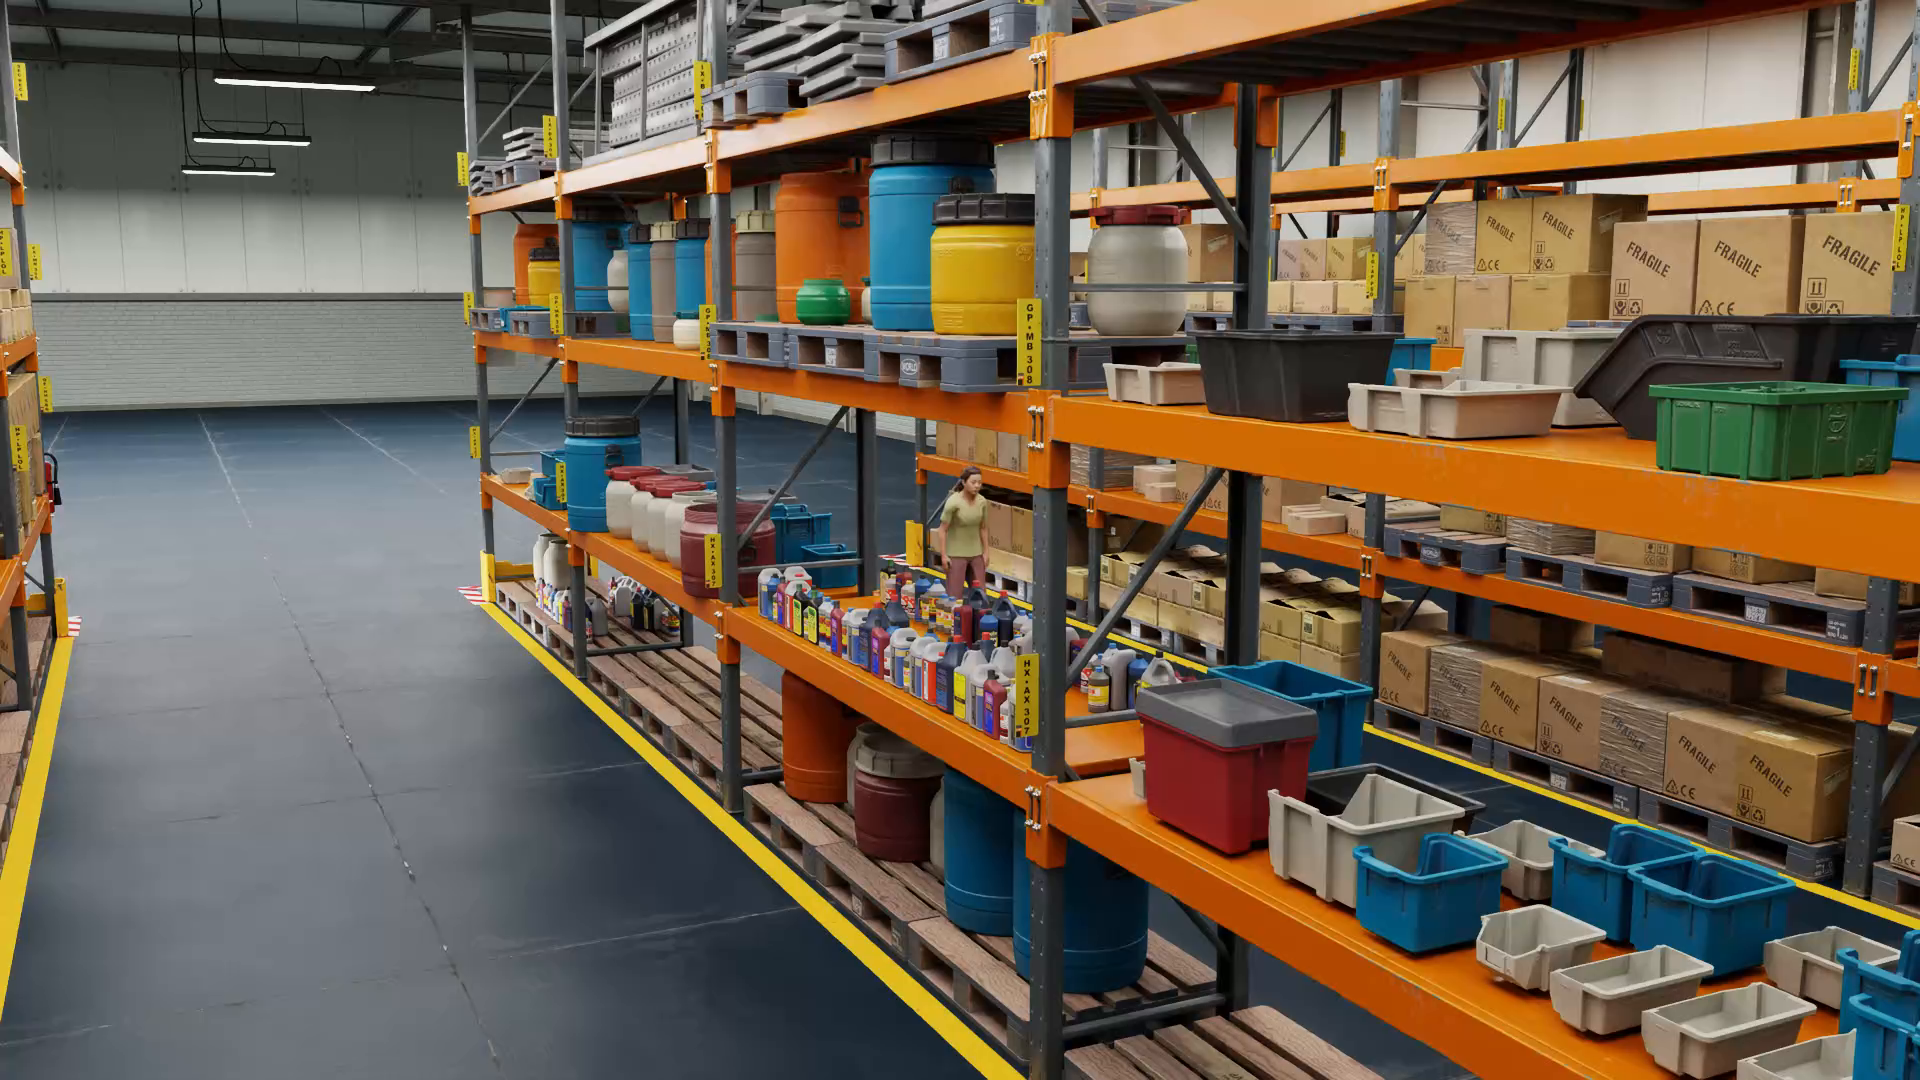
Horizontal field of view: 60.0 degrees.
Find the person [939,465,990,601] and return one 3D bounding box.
[{"bbox_3d":[0.056,0.164,14.769,0.510,1.671,0.365,-5,10,-29],"label":"person"}]
